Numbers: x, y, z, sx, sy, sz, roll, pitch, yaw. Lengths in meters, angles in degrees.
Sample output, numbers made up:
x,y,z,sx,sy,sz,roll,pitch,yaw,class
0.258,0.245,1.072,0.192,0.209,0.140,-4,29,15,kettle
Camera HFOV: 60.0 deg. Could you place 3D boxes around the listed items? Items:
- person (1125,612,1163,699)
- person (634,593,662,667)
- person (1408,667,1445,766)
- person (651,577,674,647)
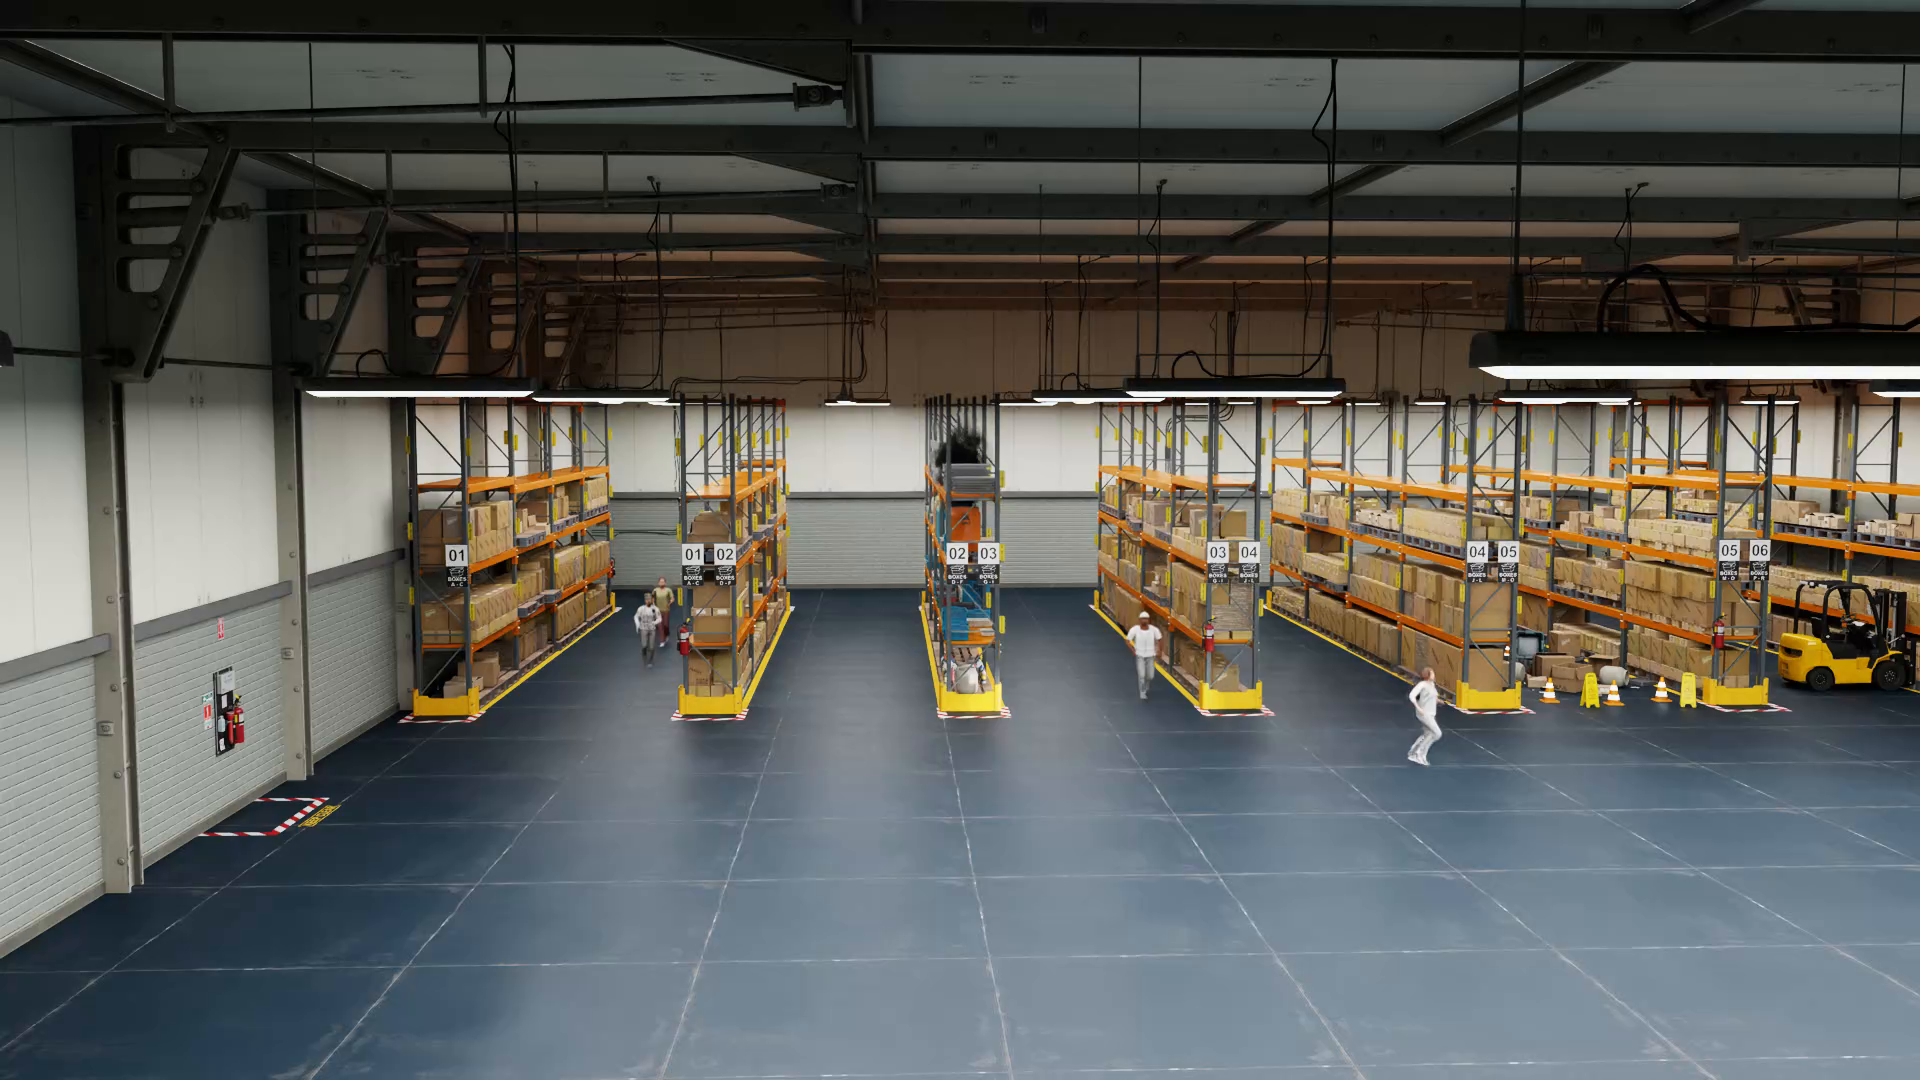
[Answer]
x,y,z,sx,sy,sz,roll,pitch,yaw,class
3.637,2.265,32.877,0.747,1.722,0.616,0,5,-4,person
-6.869,1.994,36.645,0.599,1.657,0.560,-1,5,-12,person
7.480,2.819,26.661,0.557,1.577,0.593,3,6,35,person
-7.209,1.721,40.260,0.587,1.658,0.752,-1,5,-7,person
